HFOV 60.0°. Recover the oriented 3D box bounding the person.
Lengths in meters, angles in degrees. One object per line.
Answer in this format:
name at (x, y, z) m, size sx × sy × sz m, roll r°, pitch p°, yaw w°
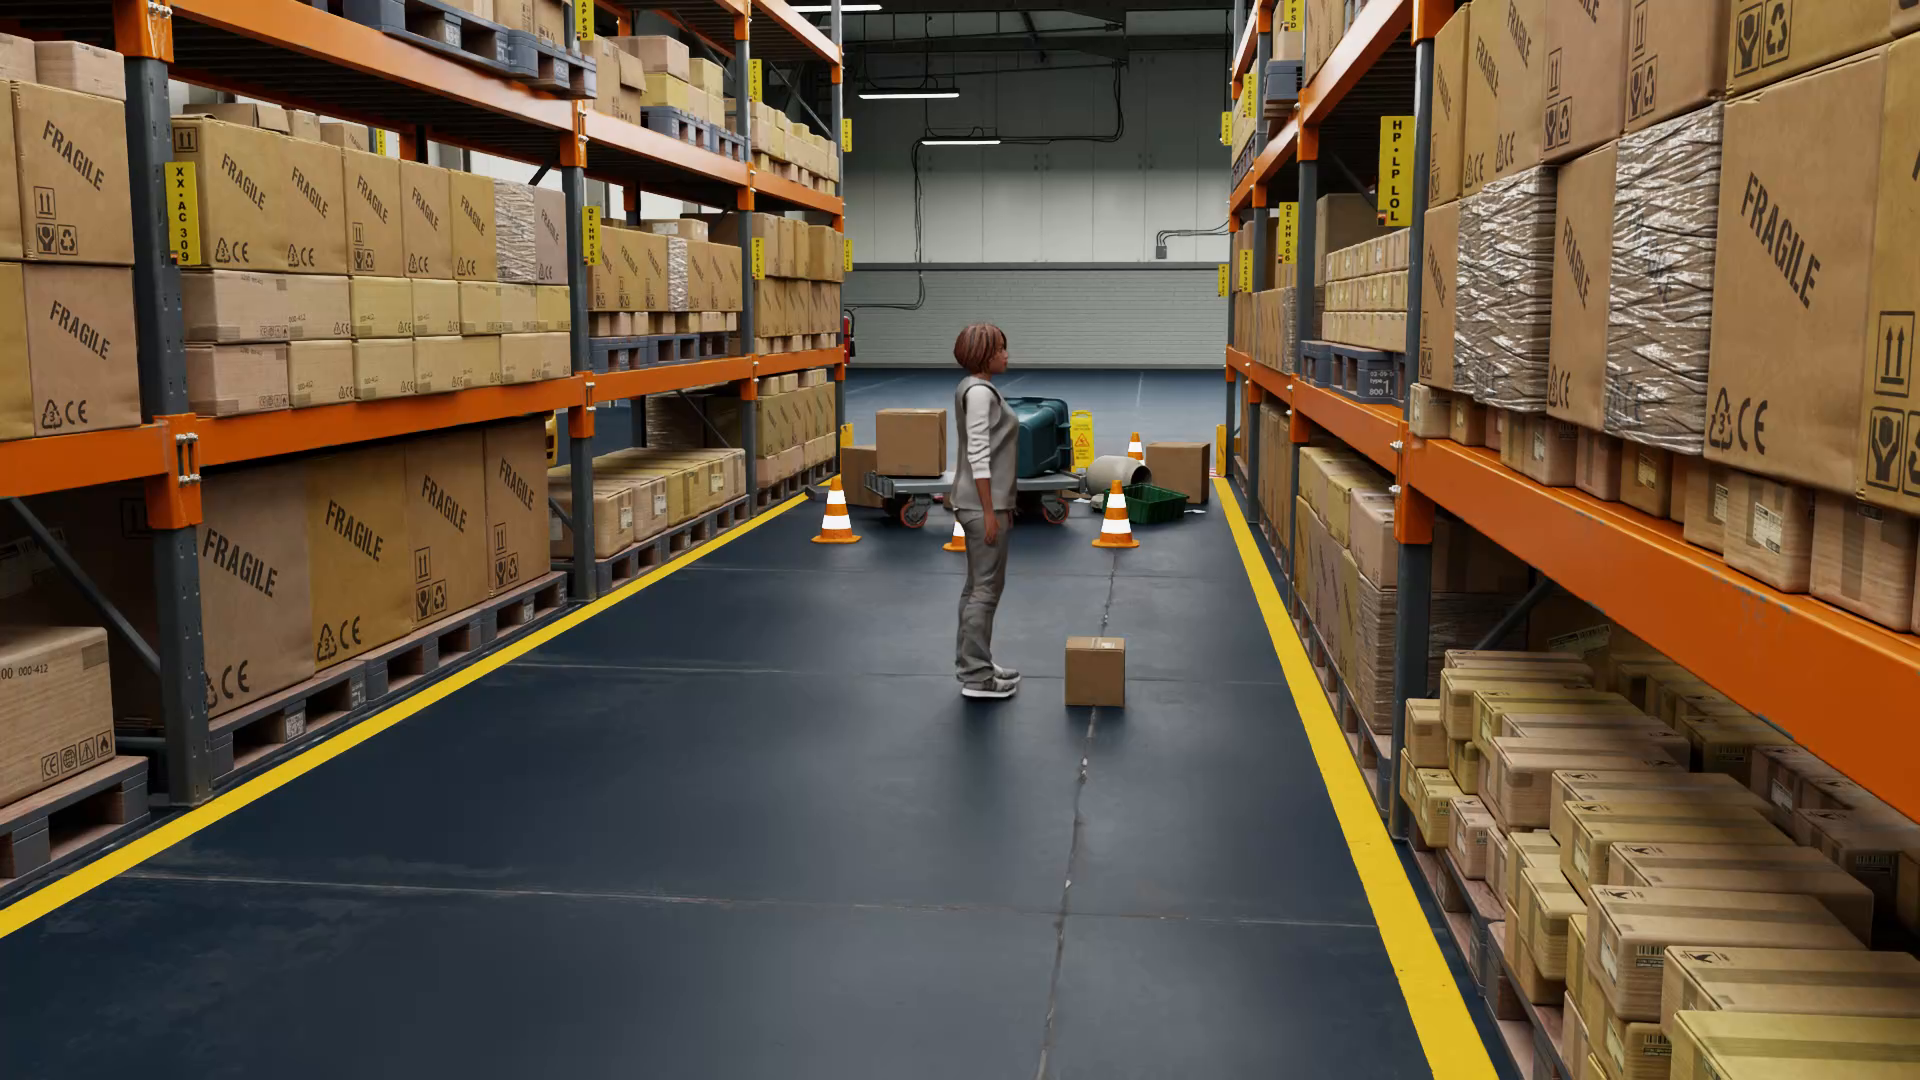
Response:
person at (0.120, -0.124, 7.140) m, size 0.328 × 1.612 × 0.454 m, roll -1°, pitch 8°, yaw -4°
